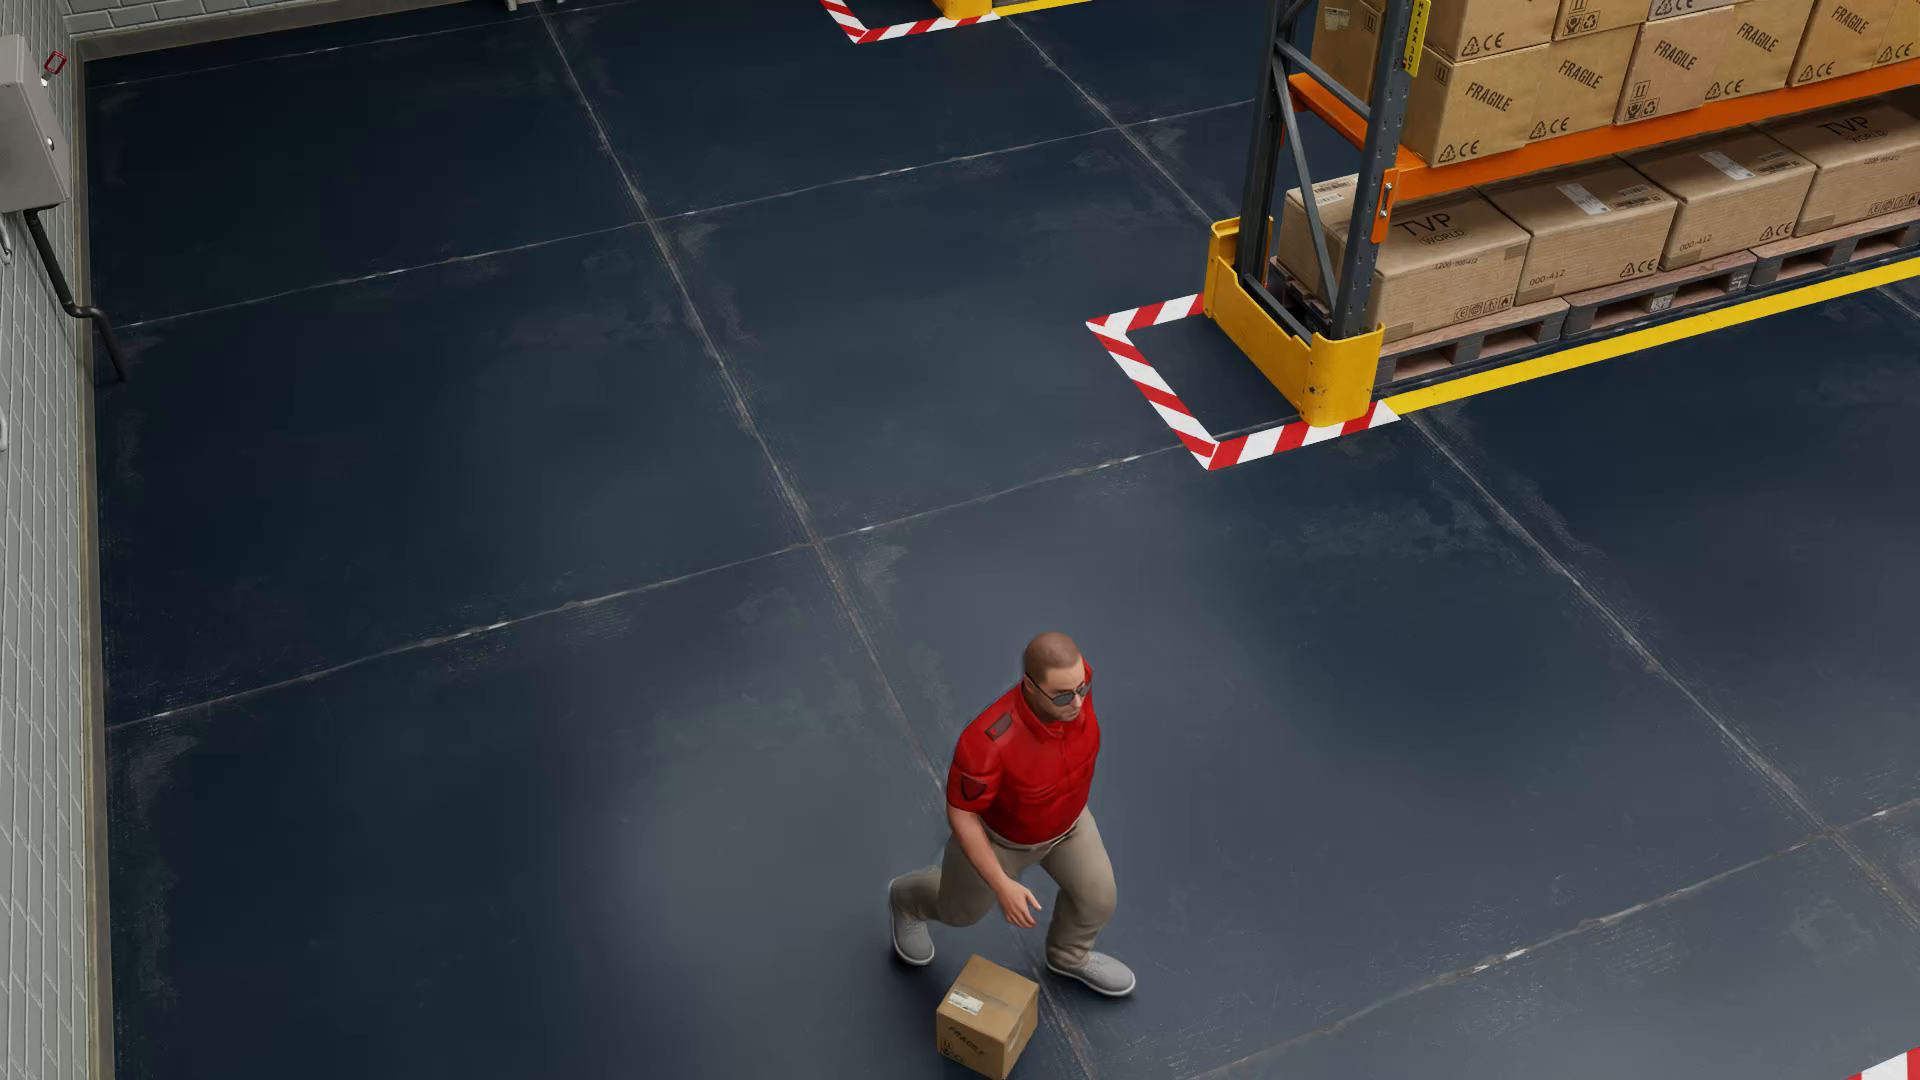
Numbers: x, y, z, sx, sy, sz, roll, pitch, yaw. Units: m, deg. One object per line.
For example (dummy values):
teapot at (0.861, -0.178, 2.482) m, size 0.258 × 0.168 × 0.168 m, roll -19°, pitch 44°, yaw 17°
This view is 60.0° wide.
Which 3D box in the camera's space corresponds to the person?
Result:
person at (0.128, 0.831, 5.236) m, size 0.631 × 1.673 × 0.825 m, roll -29°, pitch 49°, yaw -29°
